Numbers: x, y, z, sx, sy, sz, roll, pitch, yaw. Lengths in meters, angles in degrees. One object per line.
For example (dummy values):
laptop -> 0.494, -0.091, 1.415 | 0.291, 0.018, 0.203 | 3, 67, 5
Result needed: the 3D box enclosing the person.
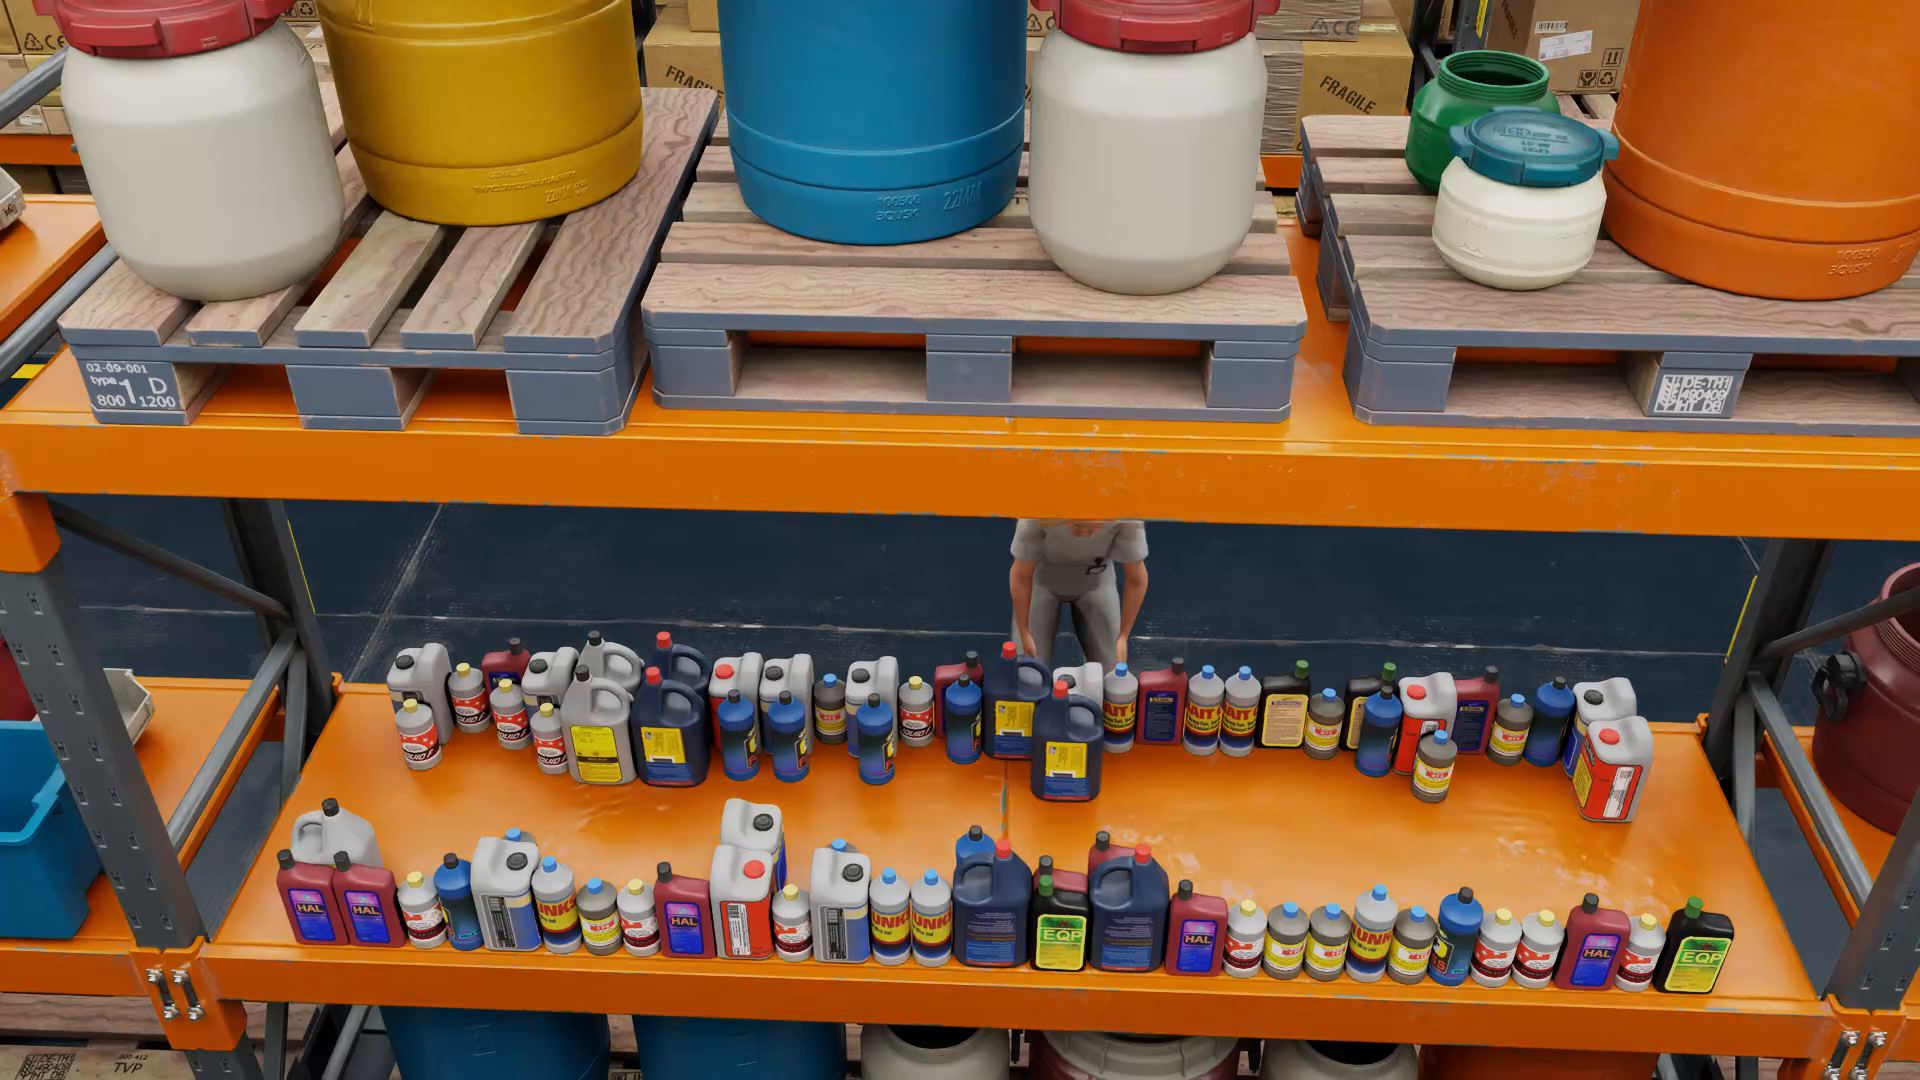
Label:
person -> 0.420, 0.245, 6.013 | 0.489, 1.444, 0.595 | 2, 36, 2
